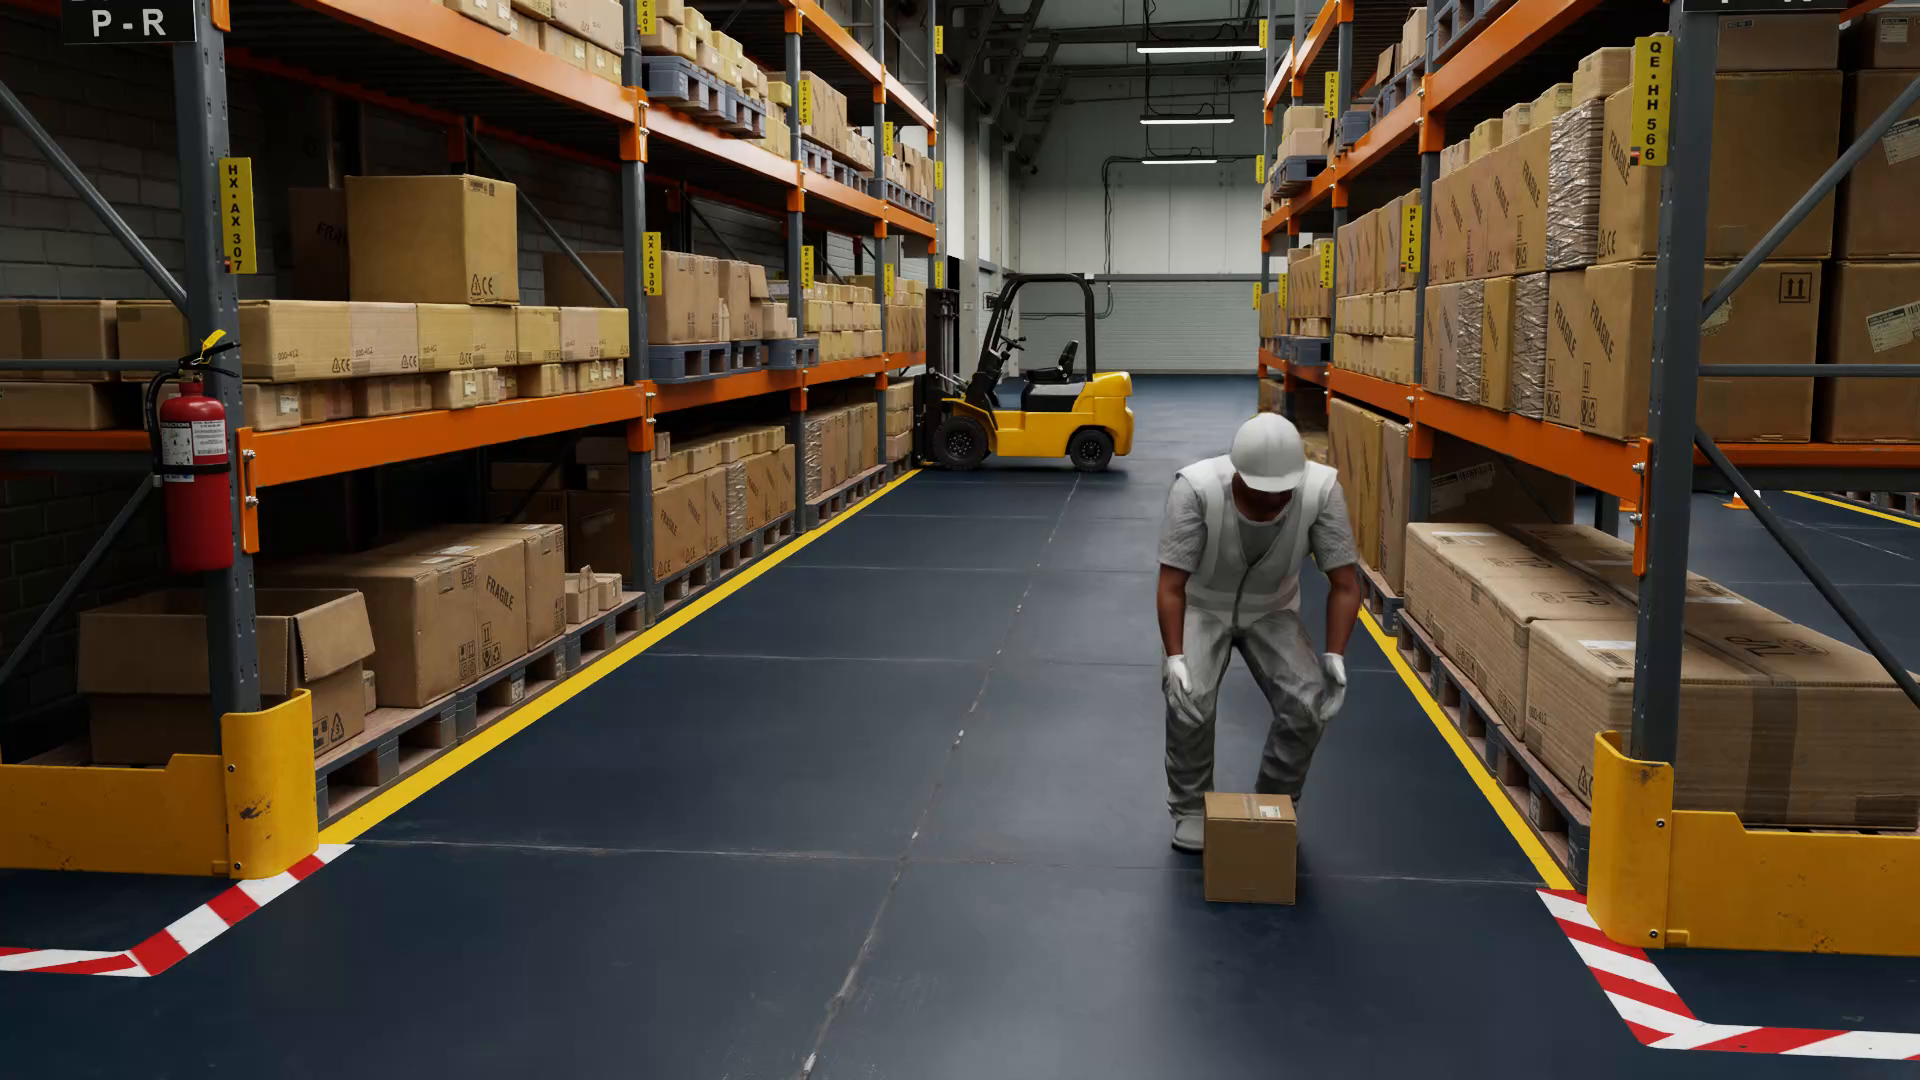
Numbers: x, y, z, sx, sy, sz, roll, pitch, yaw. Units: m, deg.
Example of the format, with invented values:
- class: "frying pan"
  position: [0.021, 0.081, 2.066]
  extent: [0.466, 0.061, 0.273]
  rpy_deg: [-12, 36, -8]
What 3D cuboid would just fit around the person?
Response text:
- class: "person"
  position: [0.908, 0.279, 5.147]
  extent: [0.613, 1.380, 0.789]
  rpy_deg: [1, 8, 4]
